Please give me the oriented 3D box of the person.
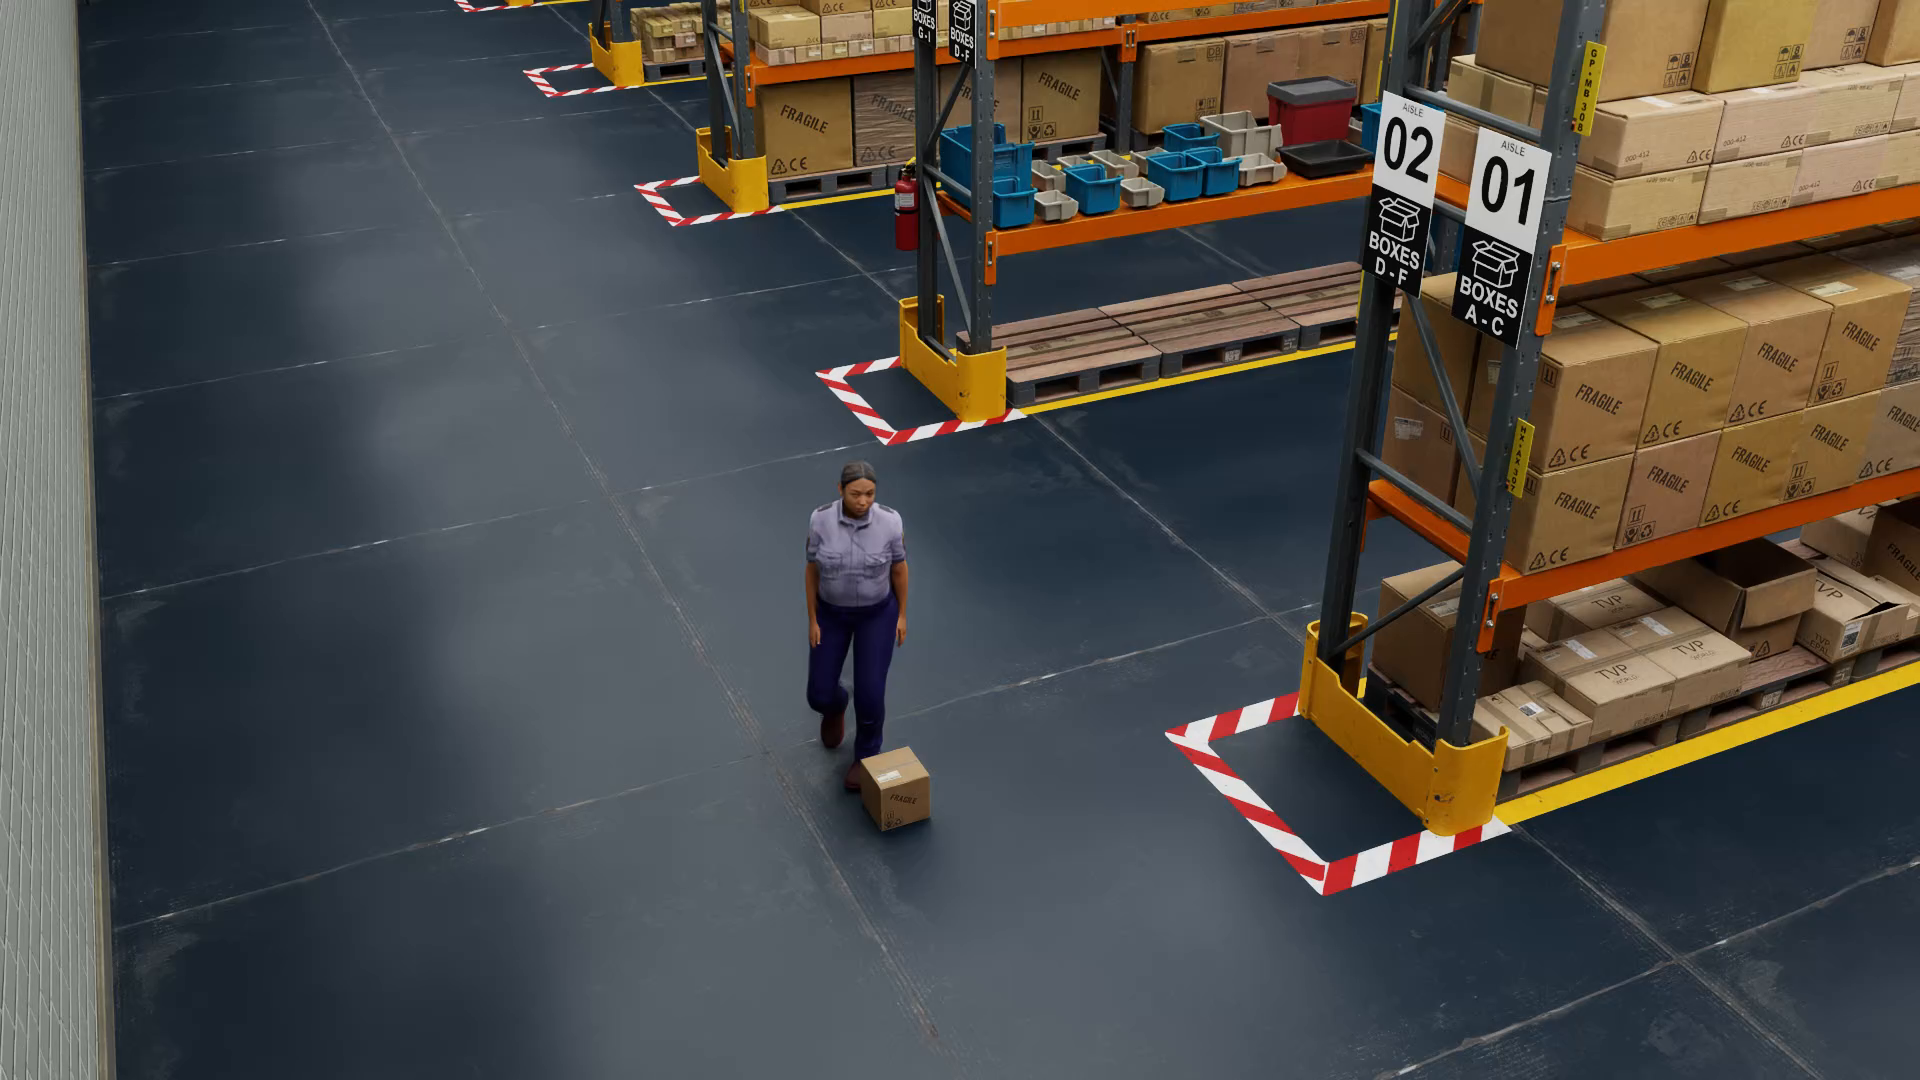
[{"bbox_3d":[-0.488,0.383,7.838,0.487,1.617,0.550,0,30,0],"label":"person"}]
